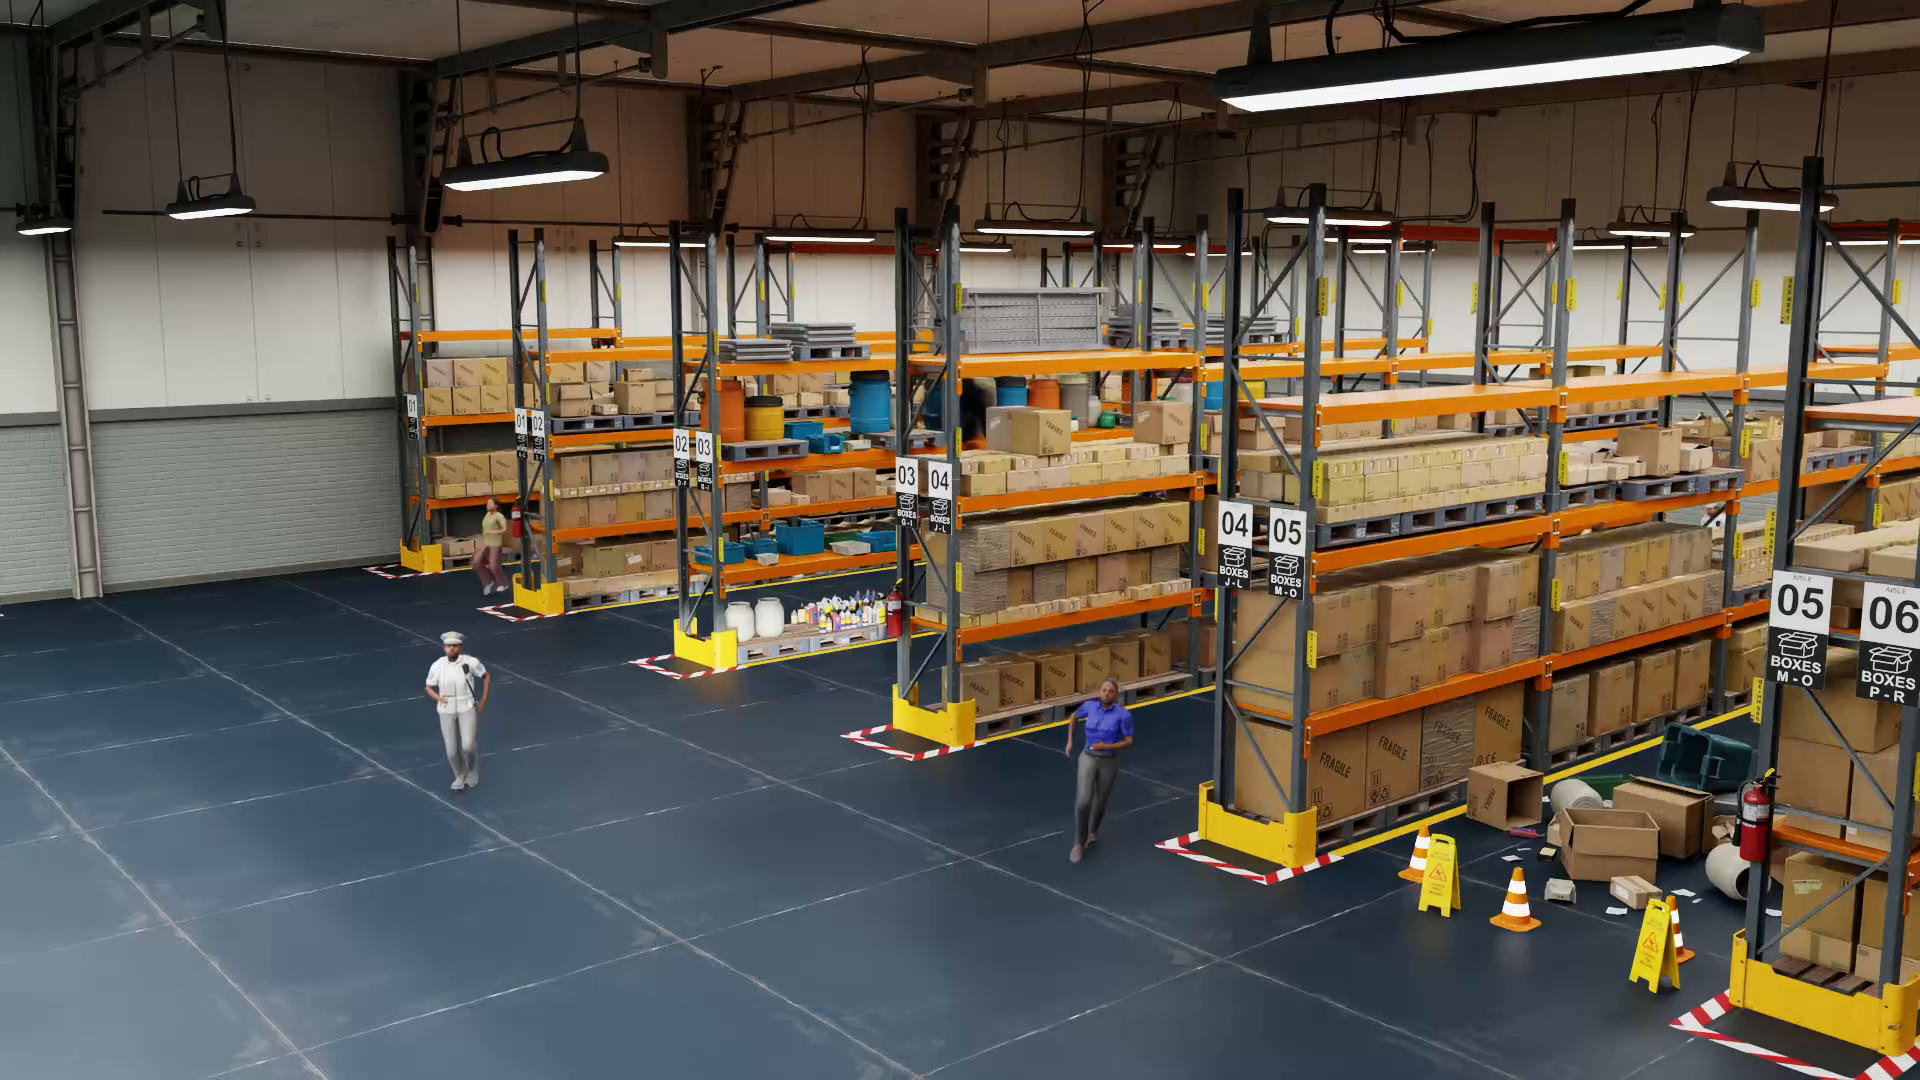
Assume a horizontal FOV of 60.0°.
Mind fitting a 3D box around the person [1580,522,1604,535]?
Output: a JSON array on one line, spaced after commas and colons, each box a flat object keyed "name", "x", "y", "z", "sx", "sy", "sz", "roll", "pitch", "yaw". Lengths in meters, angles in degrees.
[{"name": "person", "x": 9.480, "y": 0.485, "z": 24.929, "sx": 0.672, "sy": 1.803, "sz": 0.739, "roll": 7, "pitch": 11, "yaw": 40}]

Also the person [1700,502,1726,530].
[{"name": "person", "x": 12.490, "y": 0.161, "z": 27.467, "sx": 0.651, "sy": 1.623, "sz": 0.928, "roll": 7, "pitch": 11, "yaw": 40}]

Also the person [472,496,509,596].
[{"name": "person", "x": -7.771, "y": 0.098, "z": 27.707, "sx": 0.634, "sy": 1.662, "sz": 0.651, "roll": 6, "pitch": 11, "yaw": 34}]

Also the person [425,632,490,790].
[{"name": "person", "x": -5.109, "y": 1.748, "z": 16.912, "sx": 0.630, "sy": 1.672, "sz": 0.576, "roll": -2, "pitch": 9, "yaw": -11}]

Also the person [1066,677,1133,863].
[{"name": "person", "x": 1.267, "y": 2.068, "z": 15.142, "sx": 0.610, "sy": 1.691, "sz": 0.664, "roll": 1, "pitch": 9, "yaw": 5}]
